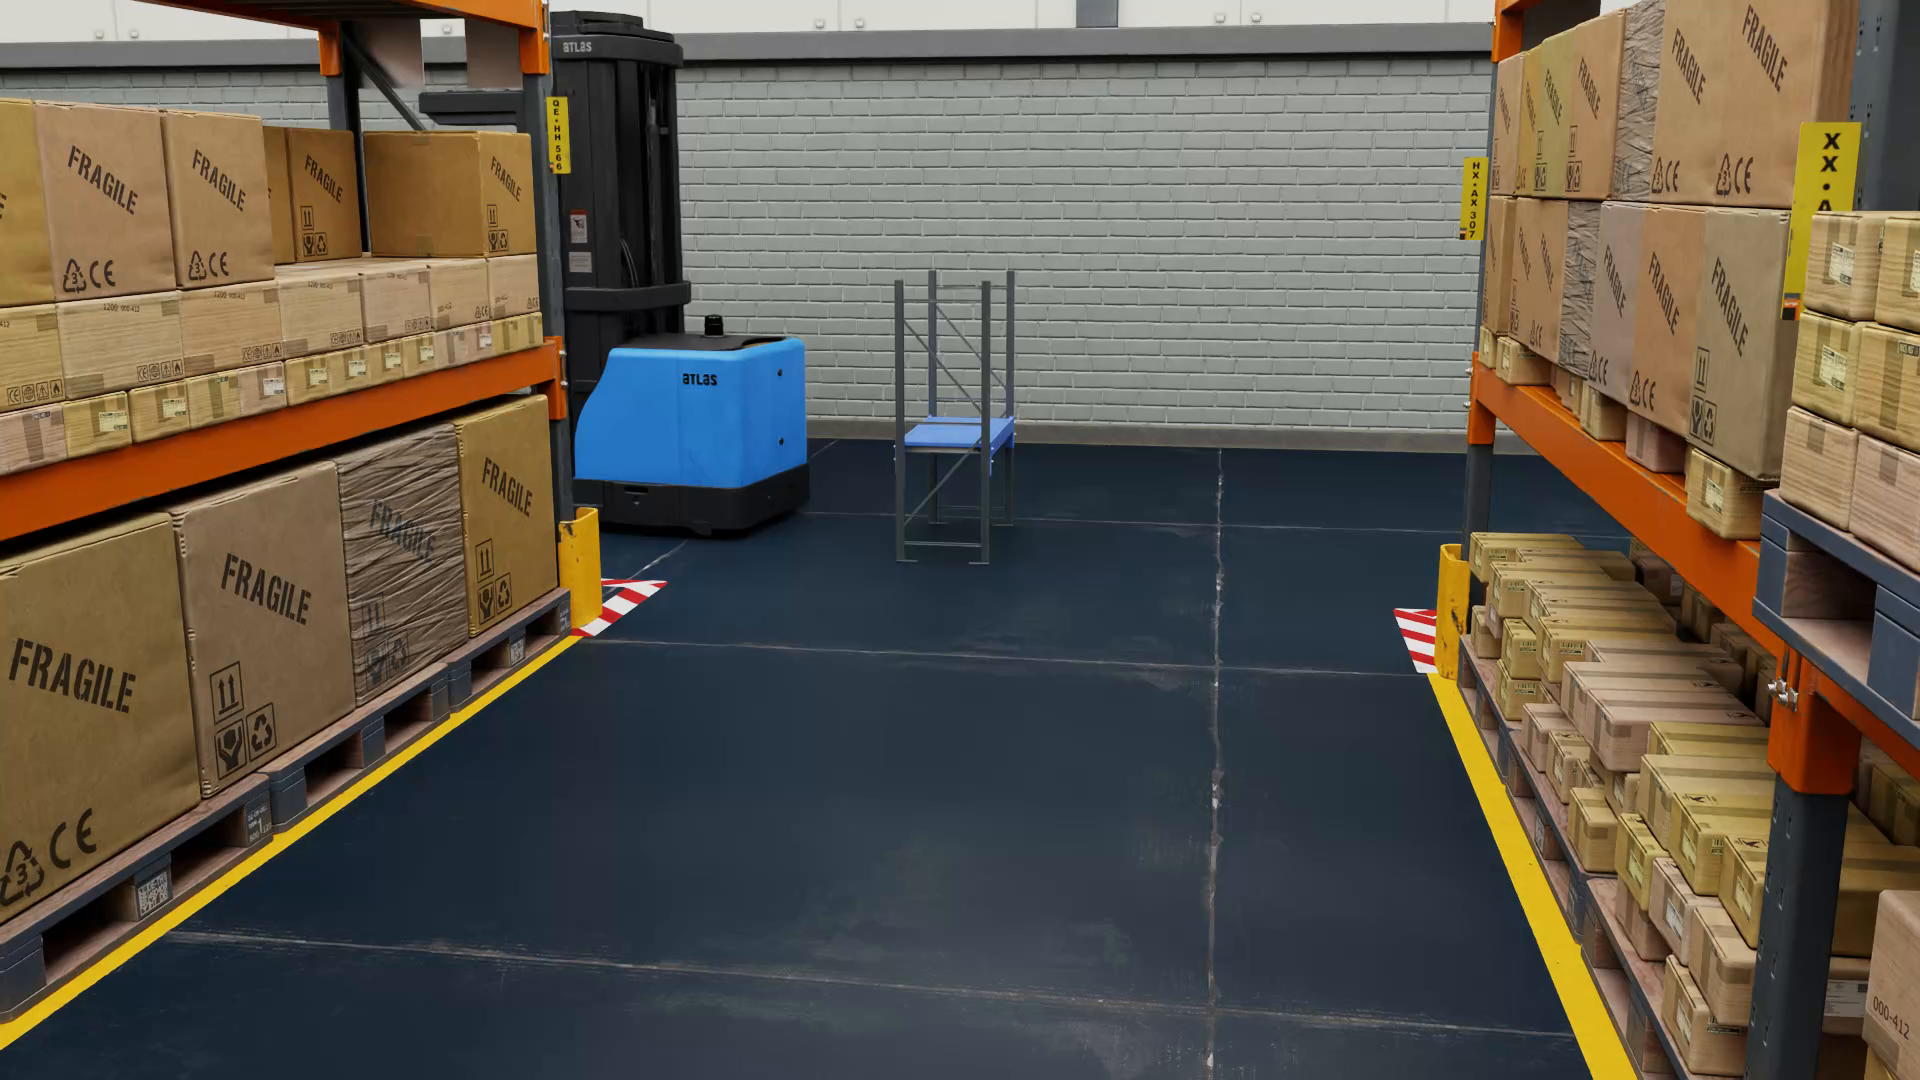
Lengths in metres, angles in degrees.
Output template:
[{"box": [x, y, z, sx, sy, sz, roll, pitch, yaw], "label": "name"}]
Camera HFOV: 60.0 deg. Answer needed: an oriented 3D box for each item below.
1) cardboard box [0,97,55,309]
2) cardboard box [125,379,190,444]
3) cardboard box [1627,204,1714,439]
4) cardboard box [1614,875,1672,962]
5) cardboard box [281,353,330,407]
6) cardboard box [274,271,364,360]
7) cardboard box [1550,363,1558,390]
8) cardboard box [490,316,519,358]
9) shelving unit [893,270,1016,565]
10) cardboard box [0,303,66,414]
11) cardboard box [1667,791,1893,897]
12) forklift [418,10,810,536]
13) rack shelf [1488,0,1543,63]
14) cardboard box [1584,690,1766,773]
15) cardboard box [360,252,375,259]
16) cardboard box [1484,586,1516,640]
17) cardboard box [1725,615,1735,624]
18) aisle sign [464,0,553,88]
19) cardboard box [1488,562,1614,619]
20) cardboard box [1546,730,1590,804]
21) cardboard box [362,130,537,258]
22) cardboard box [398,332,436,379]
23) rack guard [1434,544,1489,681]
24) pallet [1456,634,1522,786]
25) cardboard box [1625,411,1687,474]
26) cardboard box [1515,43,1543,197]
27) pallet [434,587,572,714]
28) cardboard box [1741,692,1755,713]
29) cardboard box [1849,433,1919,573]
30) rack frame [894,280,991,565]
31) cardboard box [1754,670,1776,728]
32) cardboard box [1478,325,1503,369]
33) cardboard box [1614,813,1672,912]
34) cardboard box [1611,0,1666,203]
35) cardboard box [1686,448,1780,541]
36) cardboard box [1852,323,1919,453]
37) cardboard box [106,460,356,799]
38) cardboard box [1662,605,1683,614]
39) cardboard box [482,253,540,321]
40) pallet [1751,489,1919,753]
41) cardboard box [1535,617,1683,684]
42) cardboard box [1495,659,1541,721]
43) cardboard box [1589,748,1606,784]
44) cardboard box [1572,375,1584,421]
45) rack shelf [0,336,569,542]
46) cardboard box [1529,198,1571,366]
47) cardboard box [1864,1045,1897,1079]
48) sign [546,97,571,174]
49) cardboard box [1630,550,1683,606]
[{"box": [-2.579, -0.803, 3.970, 0.500, 0.500, 0.500, 2, 12, 9], "label": "cardboard box"}, {"box": [-2.412, -0.365, 4.665, 0.380, 0.149, 0.250, 2, 12, 7], "label": "cardboard box"}, {"box": [1.856, -0.504, 3.766, 0.500, 0.500, 0.500, 2, 12, 7], "label": "cardboard box"}, {"box": [1.803, 0.896, 3.987, 0.380, 0.149, 0.250, 1, 12, 7], "label": "cardboard box"}, {"box": [-2.293, -0.526, 5.409, 0.380, 0.149, 0.250, 2, 12, 7], "label": "cardboard box"}, {"box": [-2.335, -0.748, 5.495, 0.500, 0.250, 0.500, 2, 12, 9], "label": "cardboard box"}, {"box": [2.224, -0.577, 5.649, 0.380, 0.149, 0.250, 2, 12, 11], "label": "cardboard box"}, {"box": [-2.058, -0.844, 6.886, 0.380, 0.149, 0.250, 2, 12, 9], "label": "cardboard box"}, {"box": [-0.013, -0.715, 9.253, 0.538, 1.500, 1.048, 2, 12, 9], "label": "shelving unit"}, {"box": [-2.575, -0.434, 4.039, 0.500, 0.250, 0.500, 2, 12, 8], "label": "cardboard box"}, {"box": [1.777, 0.669, 3.626, 0.380, 0.149, 0.250, 2, 12, 9], "label": "cardboard box"}, {"box": [-2.501, -1.621, 10.056, 3.031, 2.935, 1.130, 4, 13, 18], "label": "forklift"}, {"box": [2.287, -1.622, 4.489, 1.077, 0.370, 4.000, 2, 12, 9], "label": "rack shelf"}, {"box": [1.876, 0.506, 4.382, 0.380, 0.149, 0.250, 1, 12, 6], "label": "cardboard box"}, {"box": [-2.631, -1.087, 7.066, 0.500, 0.250, 0.500, 2, 12, 7], "label": "cardboard box"}, {"box": [2.163, 0.275, 6.162, 0.380, 0.149, 0.250, 2, 12, 8], "label": "cardboard box"}, {"box": [2.665, 0.310, 5.293, 0.380, 0.149, 0.250, 2, 12, 11], "label": "cardboard box"}, {"box": [-1.983, -2.382, 7.255, 0.394, 0.787, 0.004, 2, 12, 9], "label": "aisle sign"}, {"box": [2.090, 0.181, 5.891, 0.380, 0.149, 0.250, 2, 12, 8], "label": "cardboard box"}, {"box": [1.973, 0.685, 4.963, 0.380, 0.149, 0.250, 2, 12, 9], "label": "cardboard box"}, {"box": [-2.106, -1.434, 6.899, 0.500, 0.500, 0.500, 2, 12, 9], "label": "cardboard box"}, {"box": [-2.175, -0.685, 6.150, 0.380, 0.149, 0.250, 2, 12, 7], "label": "cardboard box"}, {"box": [2.583, 0.314, 6.851, 1.175, 0.500, 0.348, 2, 12, 9], "label": "rack guard"}, {"box": [2.423, 0.623, 6.102, 1.003, 0.211, 1.213, 2, 12, 9], "label": "pallet"}, {"box": [1.901, -0.257, 4.161, 0.380, 0.149, 0.250, 1, 12, 6], "label": "cardboard box"}, {"box": [2.192, -1.417, 5.631, 0.500, 0.500, 0.500, 2, 12, 10], "label": "cardboard box"}, {"box": [-2.336, 0.426, 7.014, 1.003, 0.211, 1.213, 2, 12, 9], "label": "pallet"}, {"box": [2.593, 0.507, 5.084, 0.380, 0.149, 0.250, 3, 12, 11], "label": "cardboard box"}, {"box": [1.428, -0.049, 2.199, 0.380, 0.149, 0.250, 2, 12, 10], "label": "cardboard box"}, {"box": [-0.091, -0.610, 8.762, 0.500, 1.500, 0.032, 2, 12, 9], "label": "rack frame"}, {"box": [2.426, 0.467, 4.565, 0.380, 0.149, 0.250, 1, 12, 6], "label": "cardboard box"}, {"box": [2.221, -0.744, 6.424, 0.380, 0.149, 0.250, 2, 12, 8], "label": "cardboard box"}, {"box": [1.767, 0.763, 3.899, 0.380, 0.149, 0.250, 1, 12, 7], "label": "cardboard box"}, {"box": [1.952, -1.095, 4.137, 0.500, 0.500, 0.500, 2, 12, 10], "label": "cardboard box"}, {"box": [1.724, -0.093, 3.400, 0.380, 0.149, 0.250, 2, 12, 7], "label": "cardboard box"}, {"box": [1.427, -0.198, 2.186, 0.380, 0.149, 0.250, 2, 12, 8], "label": "cardboard box"}, {"box": [-2.587, 0.238, 5.315, 0.875, 0.875, 0.875, 2, 12, 9], "label": "cardboard box"}, {"box": [2.702, 0.291, 6.088, 0.380, 0.149, 0.250, 2, 12, 7], "label": "cardboard box"}, {"box": [-2.103, -1.068, 6.981, 0.500, 0.250, 0.500, 2, 12, 8], "label": "cardboard box"}, {"box": [1.718, 0.157, 2.101, 1.003, 0.211, 1.213, 2, 12, 9], "label": "pallet"}, {"box": [1.996, 0.346, 5.125, 0.380, 0.149, 0.250, 2, 12, 10], "label": "cardboard box"}, {"box": [2.060, 0.522, 5.722, 0.380, 0.149, 0.250, 2, 12, 9], "label": "cardboard box"}, {"box": [1.984, 0.605, 4.631, 0.380, 0.149, 0.250, 1, 12, 6], "label": "cardboard box"}, {"box": [2.032, -0.418, 4.909, 0.380, 0.149, 0.250, 2, 12, 11], "label": "cardboard box"}, {"box": [-2.598, -0.338, 5.648, 1.077, 0.370, 4.000, 2, 12, 9], "label": "rack shelf"}, {"box": [2.108, -0.820, 5.235, 0.500, 0.500, 0.500, 2, 12, 9], "label": "cardboard box"}, {"box": [1.604, 1.071, 2.342, 0.500, 0.500, 0.500, 2, 12, 11], "label": "cardboard box"}, {"box": [-1.756, -1.767, 7.262, 0.100, 0.325, 0.005, 2, 12, 9], "label": "sign"}, {"box": [2.669, 0.142, 6.071, 0.380, 0.149, 0.250, 2, 12, 10], "label": "cardboard box"}]
